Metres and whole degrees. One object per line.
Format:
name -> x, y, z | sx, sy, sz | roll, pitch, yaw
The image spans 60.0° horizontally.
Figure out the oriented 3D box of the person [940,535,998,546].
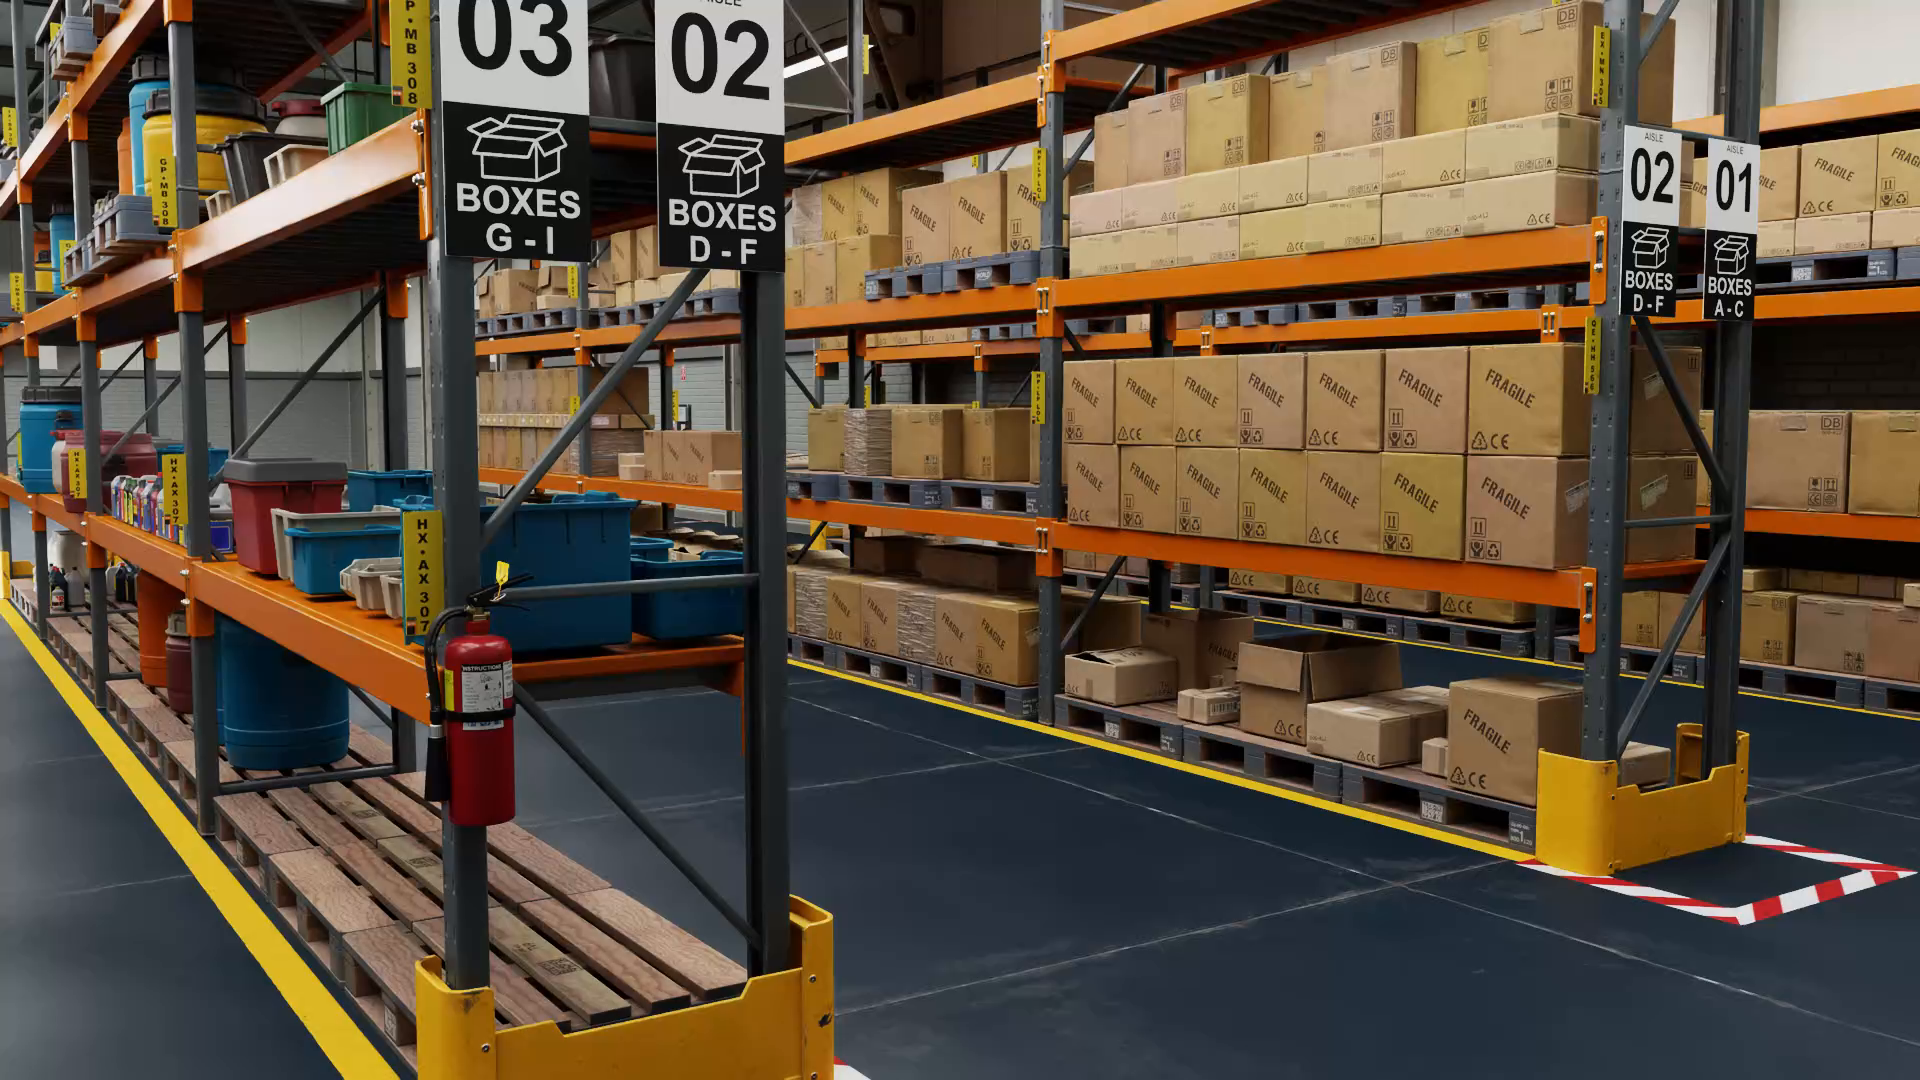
person -> 0.109, -0.067, 15.654 | 0.599, 1.703, 0.459 | -3, 5, -32
